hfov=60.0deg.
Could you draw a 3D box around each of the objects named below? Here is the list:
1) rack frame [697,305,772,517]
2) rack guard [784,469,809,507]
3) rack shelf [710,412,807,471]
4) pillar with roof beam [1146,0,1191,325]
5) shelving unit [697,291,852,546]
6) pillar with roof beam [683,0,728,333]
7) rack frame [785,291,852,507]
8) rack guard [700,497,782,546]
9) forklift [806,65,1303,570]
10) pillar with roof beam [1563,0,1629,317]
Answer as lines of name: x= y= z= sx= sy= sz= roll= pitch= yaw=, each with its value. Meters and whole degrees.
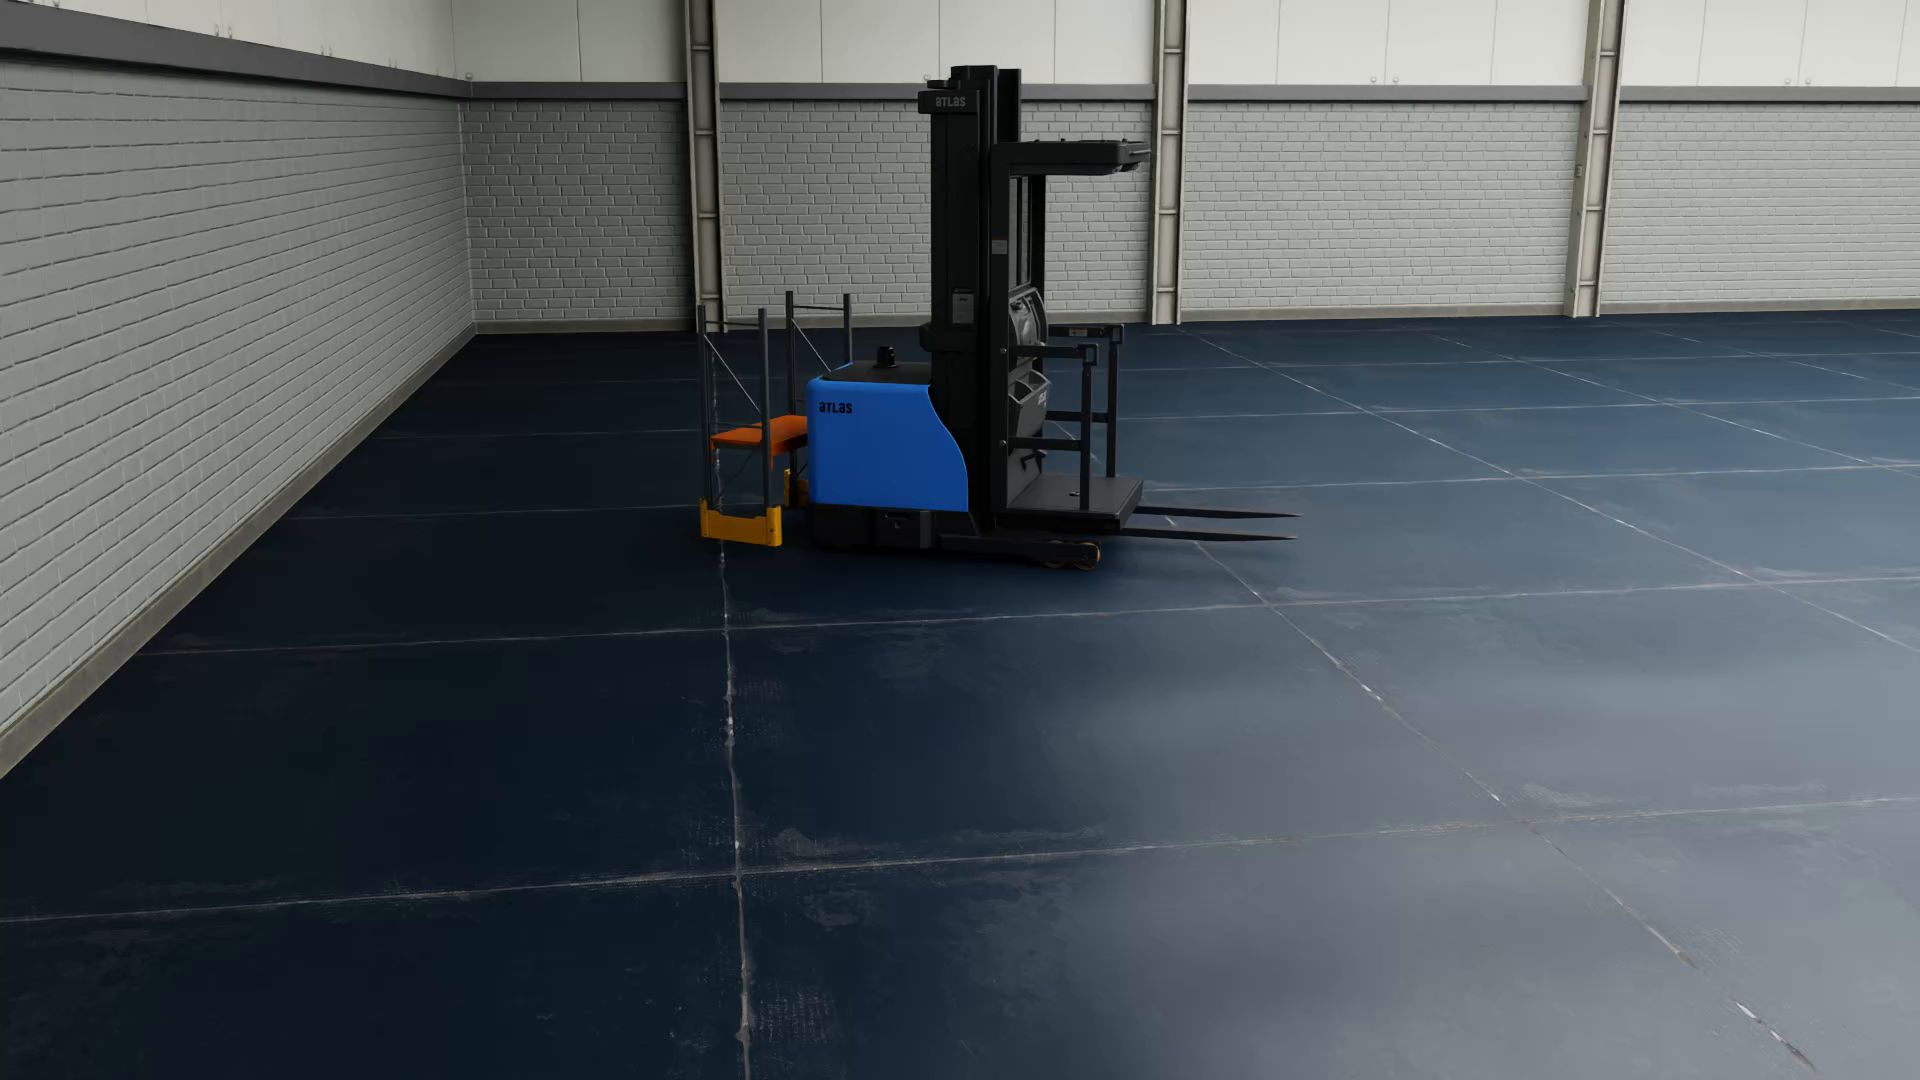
rack frame: x=-1.420 y=-0.722 z=10.519 sx=0.500 sy=1.500 sz=0.032 roll=7 pitch=16 yaw=26
rack guard: x=-0.959 y=-0.336 z=11.549 sx=0.587 sy=0.250 sz=0.087 roll=7 pitch=16 yaw=26
rack shelf: x=-1.189 y=-0.658 z=11.002 sx=0.538 sy=0.185 sz=1.000 roll=7 pitch=16 yaw=26
pillar with roof beam: x=3.371 y=-6.244 z=17.122 sx=0.400 sy=9.000 sz=9.100 roll=-2 pitch=14 yaw=-8
shelving unit: x=-1.185 y=-0.835 z=10.966 sx=0.587 sy=1.500 sz=1.083 roll=7 pitch=16 yaw=26
pillar with roof beam: x=-2.562 y=-6.027 z=16.255 sx=0.400 sy=9.000 sz=9.100 roll=-2 pitch=14 yaw=-8
rack frame: x=-0.958 y=-0.943 z=11.398 sx=0.500 sy=1.500 sz=0.032 roll=7 pitch=16 yaw=26
rack guard: x=-1.411 y=-0.120 z=10.688 sx=0.587 sy=0.250 sz=0.087 roll=7 pitch=16 yaw=26
forklift: x=0.610 y=-1.384 z=10.216 sx=3.031 sy=2.935 sz=1.130 roll=3 pitch=14 yaw=14
pillar with roof beam: x=9.304 y=-6.462 z=17.989 sx=0.400 sy=9.000 sz=9.100 roll=-2 pitch=14 yaw=-8
